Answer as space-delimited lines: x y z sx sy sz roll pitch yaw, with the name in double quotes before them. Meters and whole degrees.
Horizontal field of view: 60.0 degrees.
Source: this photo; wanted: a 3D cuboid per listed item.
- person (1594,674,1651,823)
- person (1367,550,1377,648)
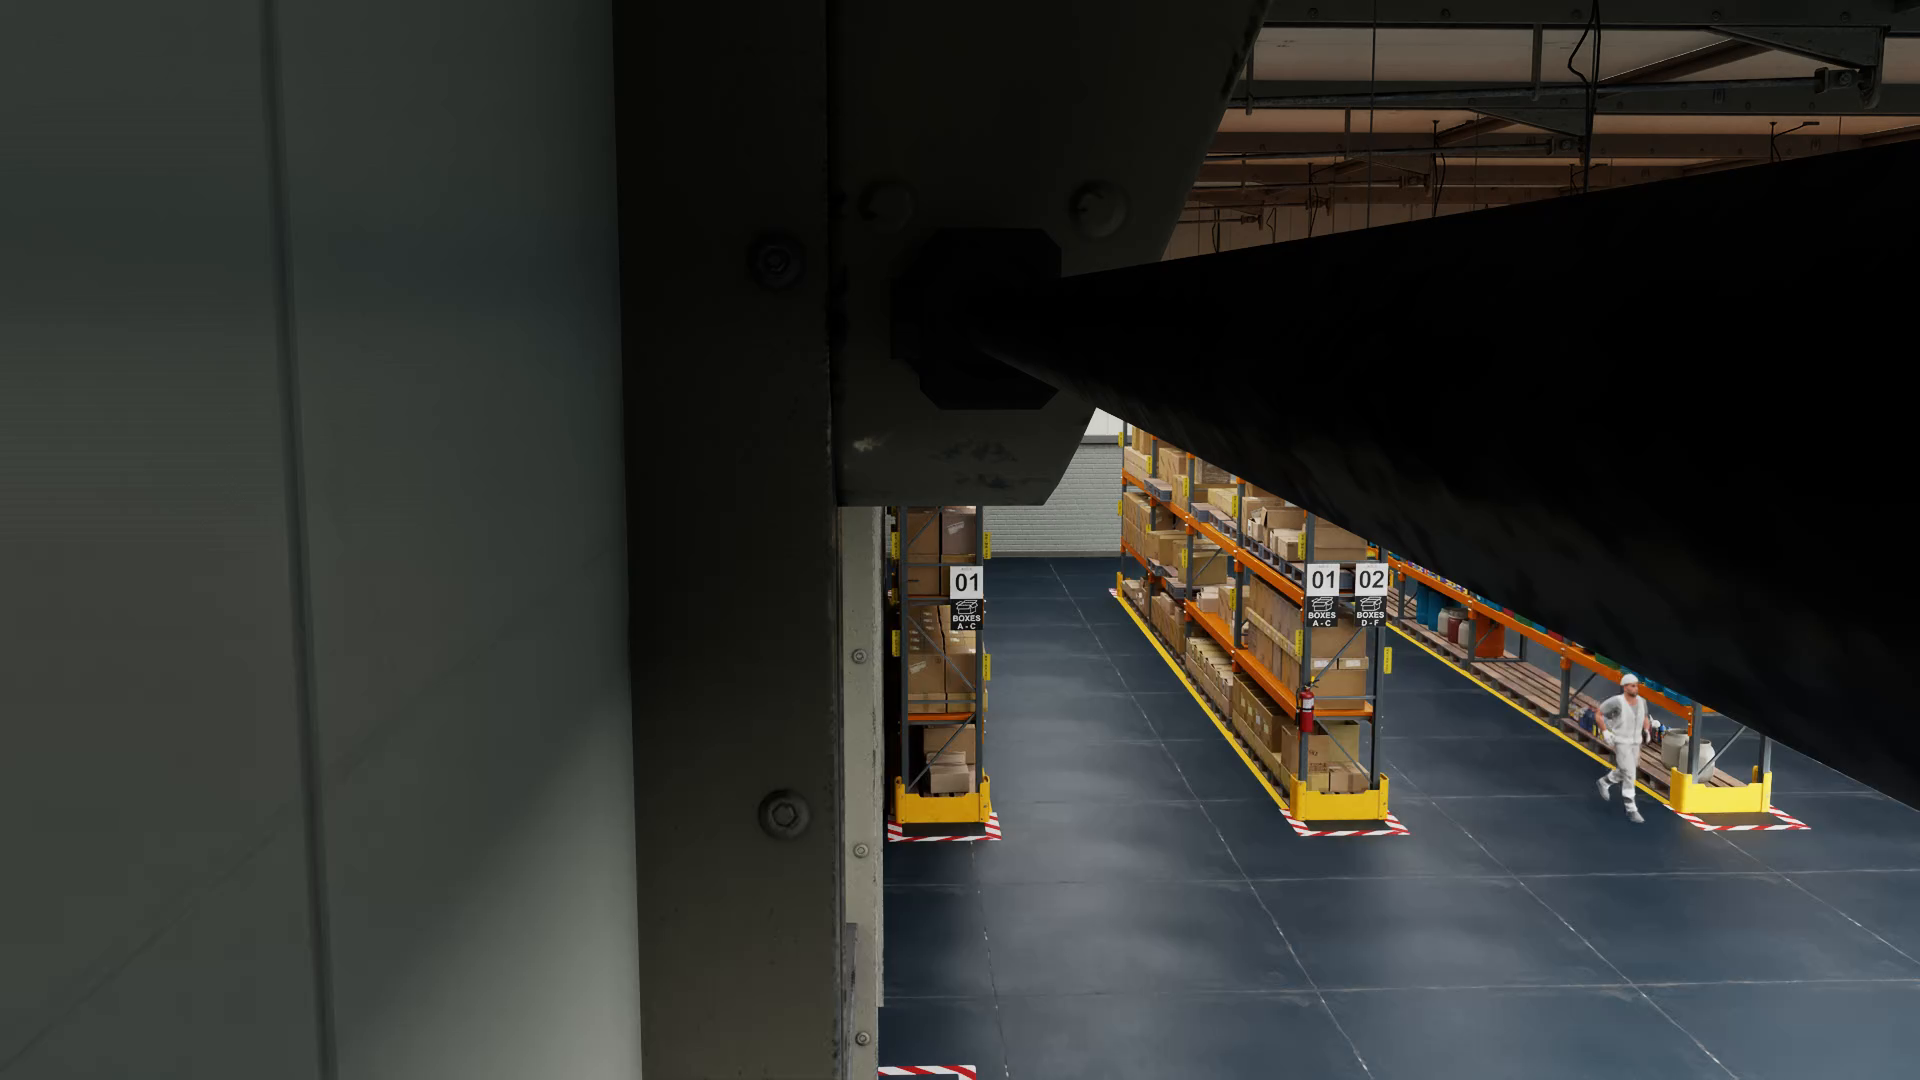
"person" 8.308 2.547 20.806 0.678 1.795 0.929 -3 9 -21
"person" 7.657 1.093 31.065 0.676 1.825 0.791 0 8 -1
